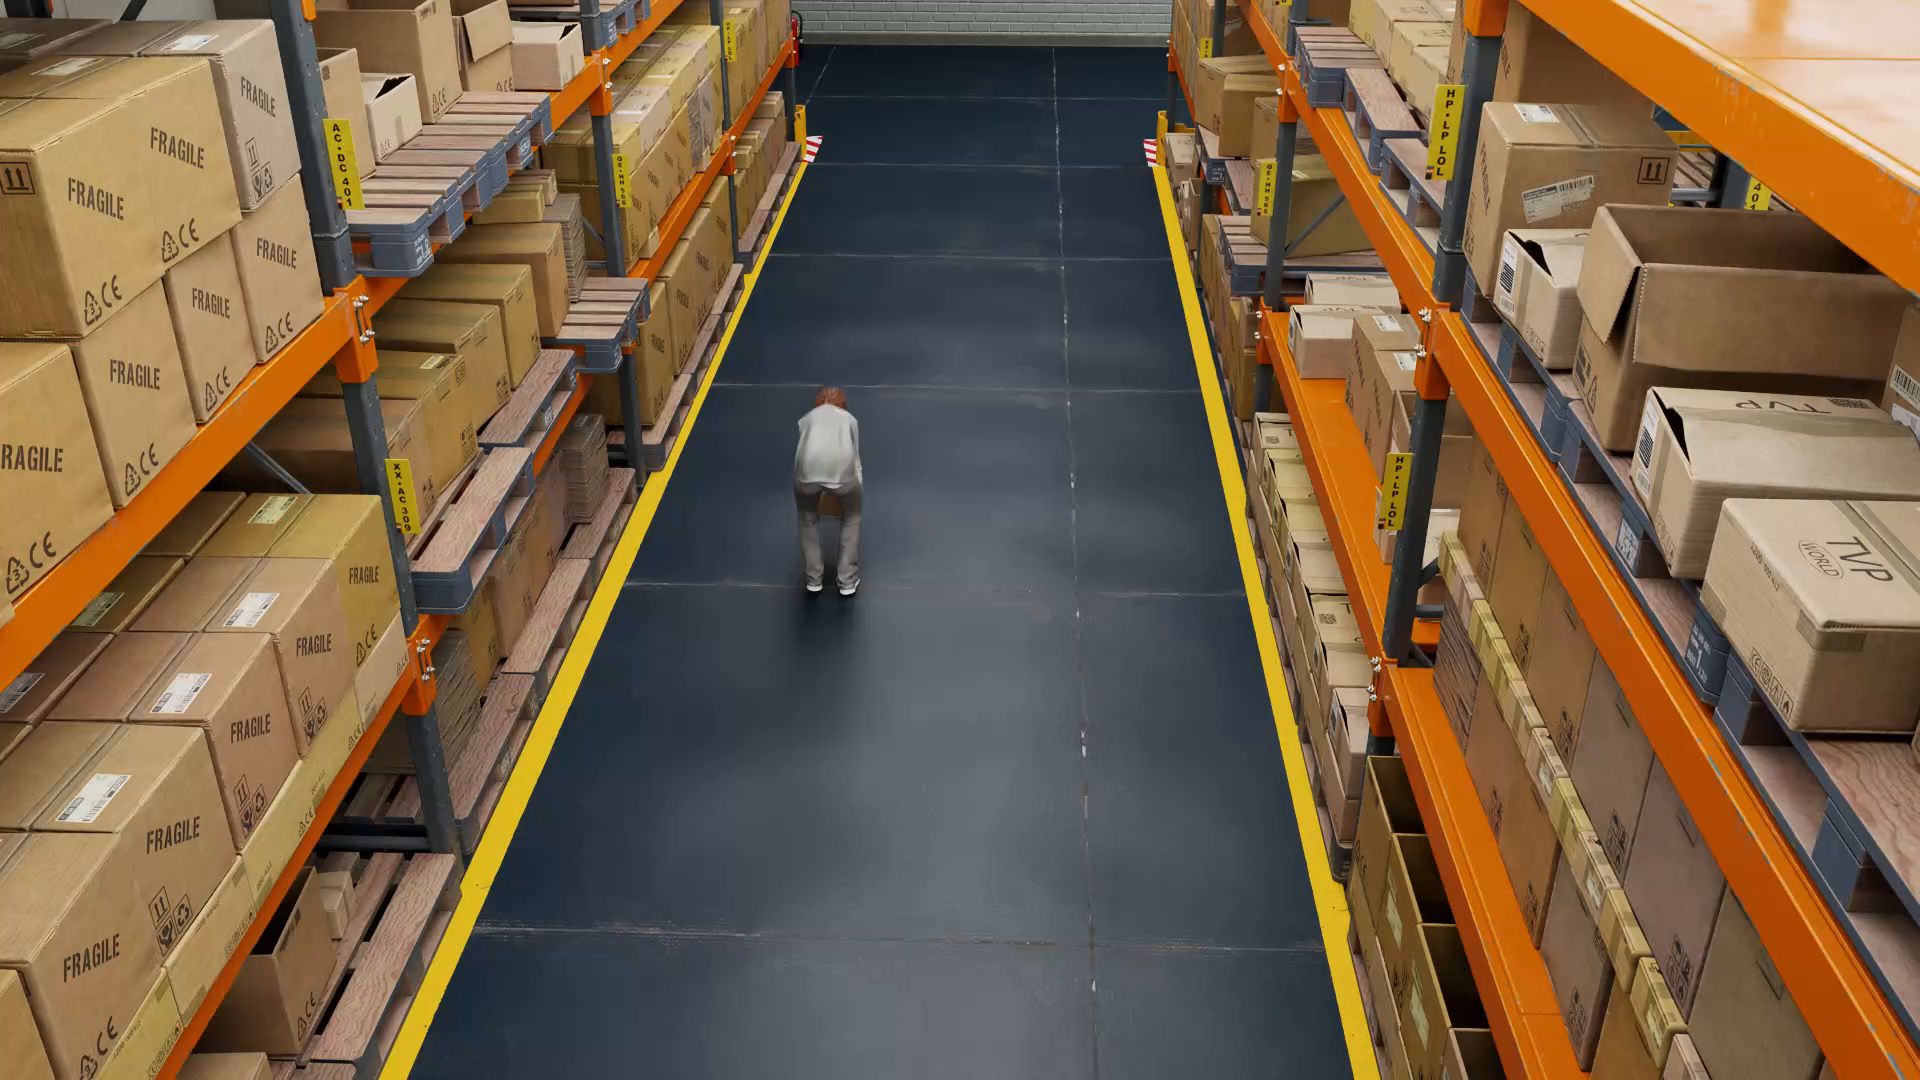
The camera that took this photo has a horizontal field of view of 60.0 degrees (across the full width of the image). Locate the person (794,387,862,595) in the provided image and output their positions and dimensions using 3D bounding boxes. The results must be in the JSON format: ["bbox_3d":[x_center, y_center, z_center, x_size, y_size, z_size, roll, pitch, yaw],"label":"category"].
[{"bbox_3d":[-0.755,-0.281,9.731,0.387,1.051,0.864,0,28,0],"label":"person"}]
